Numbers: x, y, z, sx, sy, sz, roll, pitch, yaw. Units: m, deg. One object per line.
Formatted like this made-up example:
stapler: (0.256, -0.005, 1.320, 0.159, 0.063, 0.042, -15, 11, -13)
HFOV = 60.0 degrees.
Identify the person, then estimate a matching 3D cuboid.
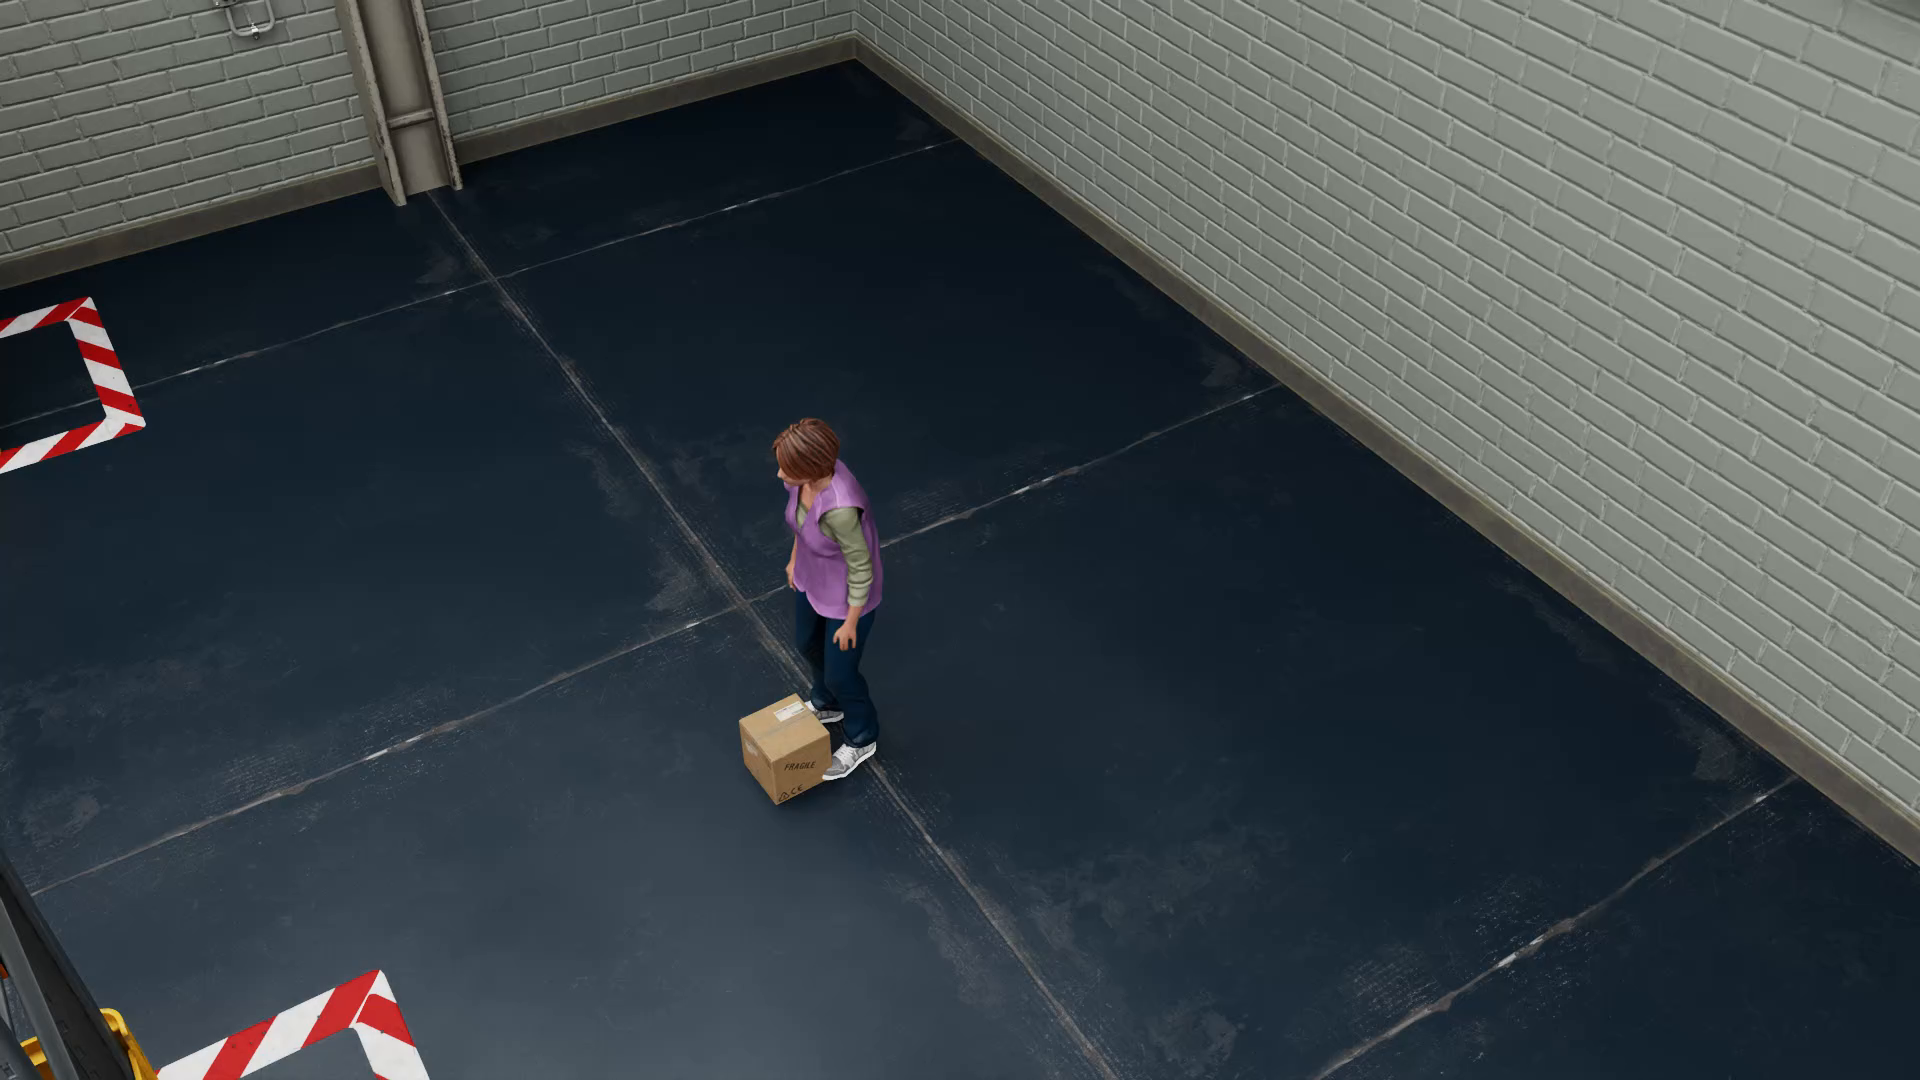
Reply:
person: (-0.462, 0.194, 5.946, 0.343, 1.593, 0.461, -22, 46, -23)
